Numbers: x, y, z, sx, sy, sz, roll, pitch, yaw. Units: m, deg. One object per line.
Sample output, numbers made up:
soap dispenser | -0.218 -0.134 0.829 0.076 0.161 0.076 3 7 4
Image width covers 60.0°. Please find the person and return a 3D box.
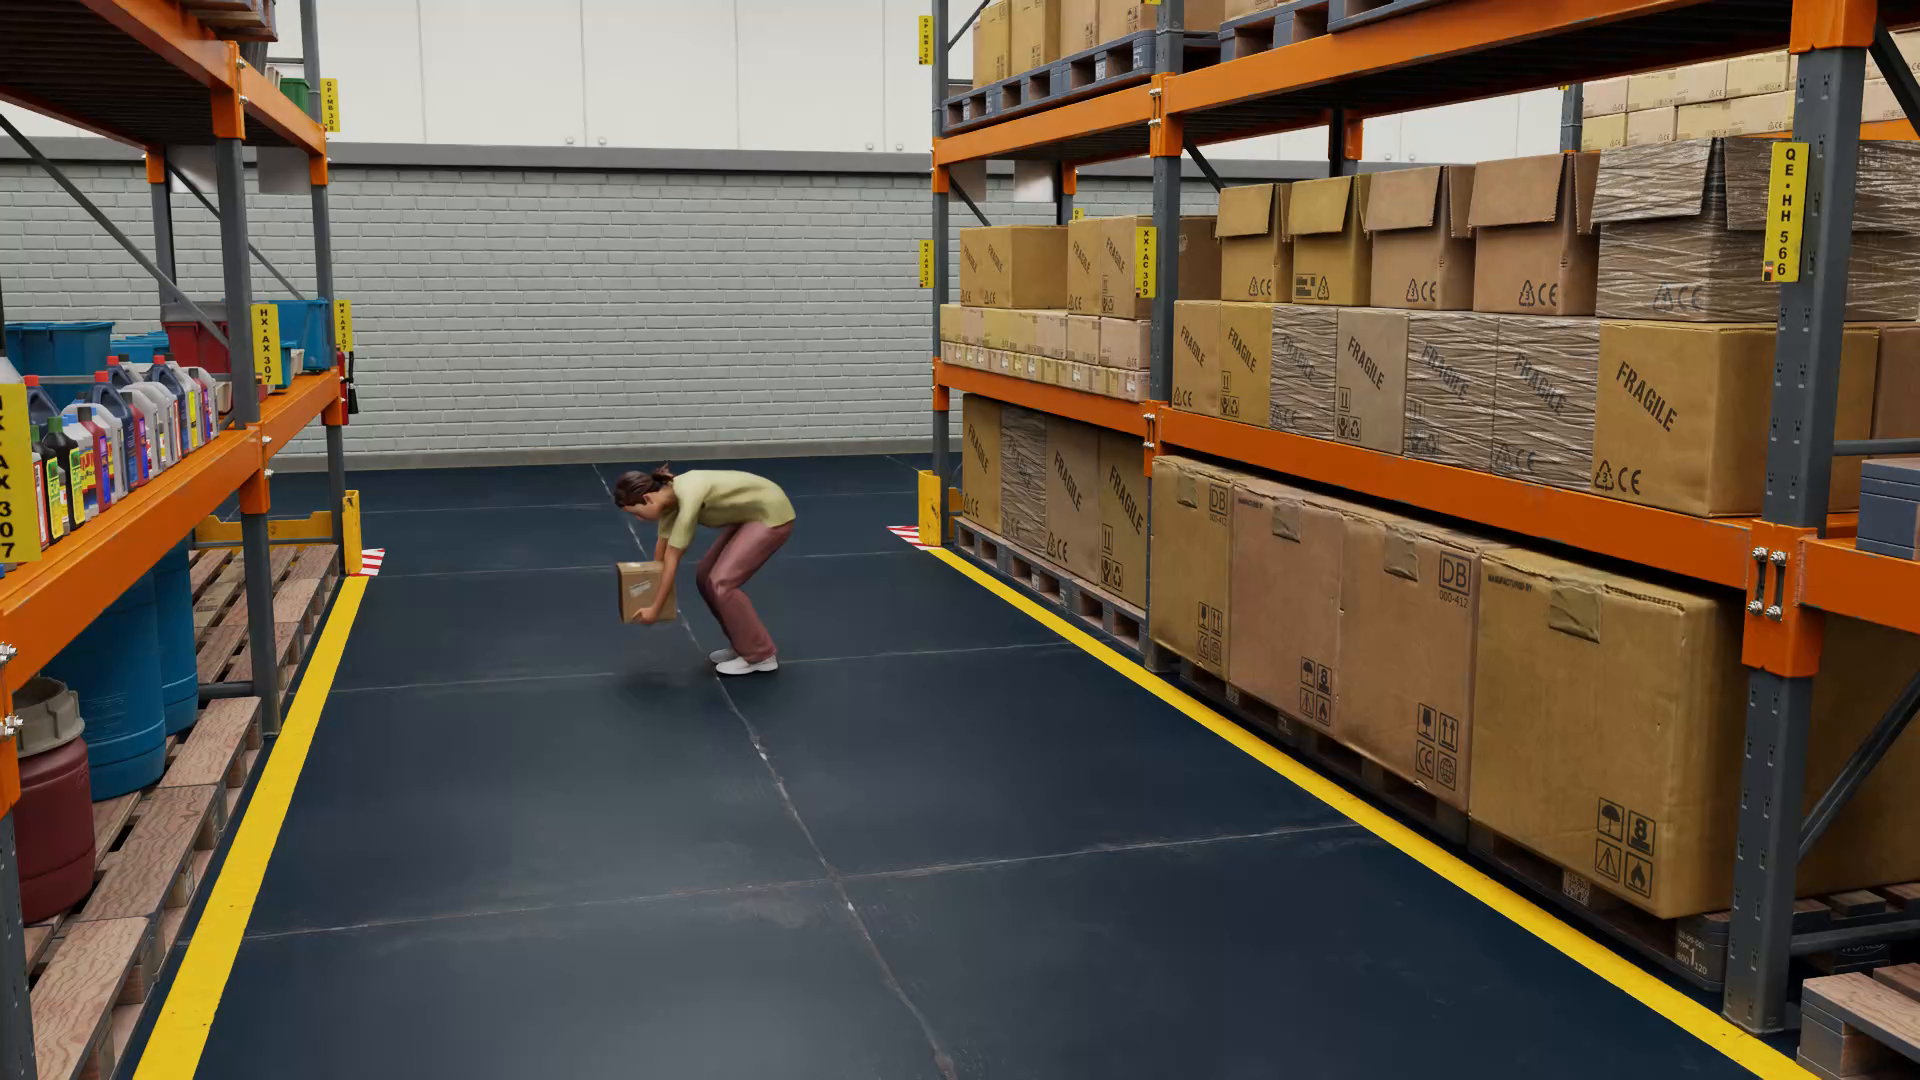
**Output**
person | -1.231 0.137 8.079 0.868 1.016 0.467 -3 10 -19
